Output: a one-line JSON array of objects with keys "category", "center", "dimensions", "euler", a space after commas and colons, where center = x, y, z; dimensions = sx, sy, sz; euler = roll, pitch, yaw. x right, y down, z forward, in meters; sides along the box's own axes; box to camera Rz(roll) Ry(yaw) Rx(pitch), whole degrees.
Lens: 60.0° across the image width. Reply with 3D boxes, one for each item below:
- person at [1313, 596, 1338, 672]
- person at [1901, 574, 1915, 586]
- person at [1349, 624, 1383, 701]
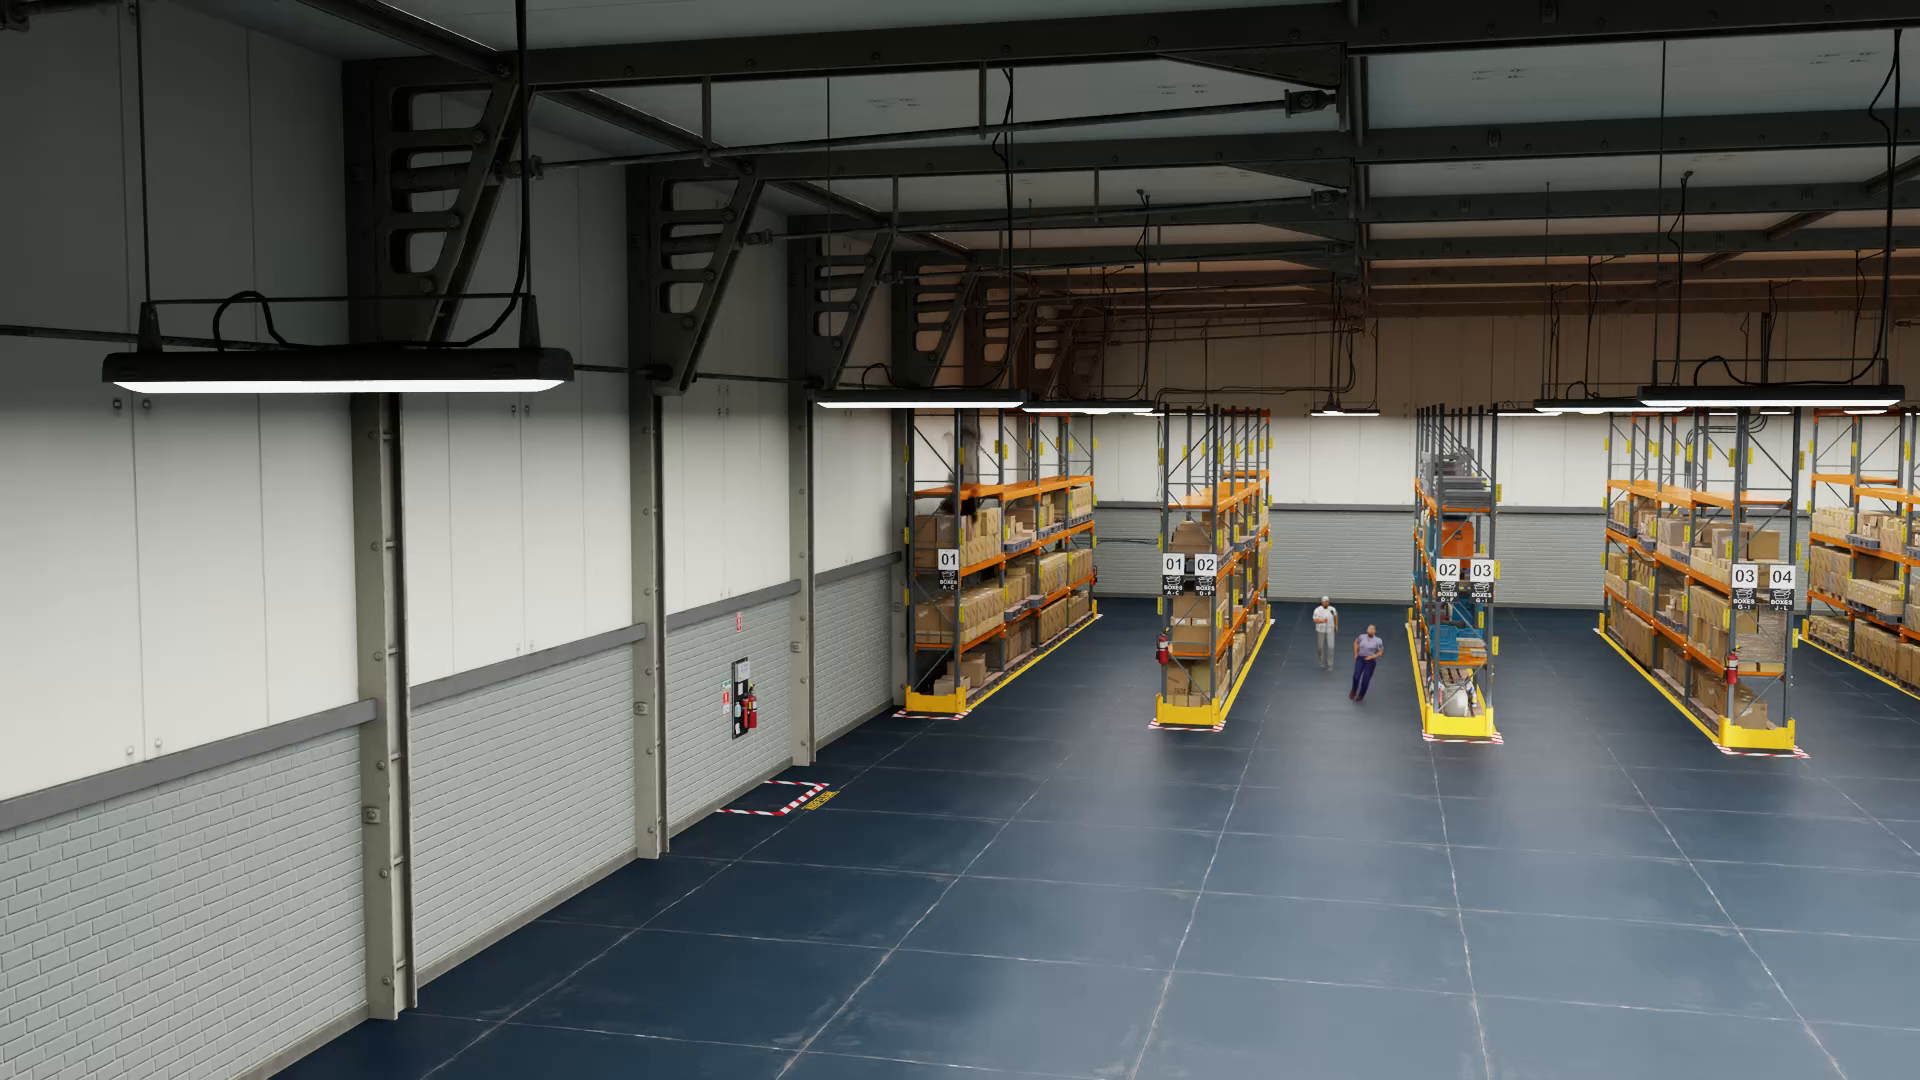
[{"category": "person", "center": [8.333, 2.151, 37.905], "dimensions": [0.574, 1.758, 0.779], "euler": [1, 4, 7]}, {"category": "person", "center": [23.964, 1.714, 42.297], "dimensions": [0.753, 1.782, 1.121], "euler": [1, 4, 12]}, {"category": "person", "center": [8.204, 2.481, 33.581], "dimensions": [0.670, 1.586, 0.575], "euler": [2, 4, 21]}]
